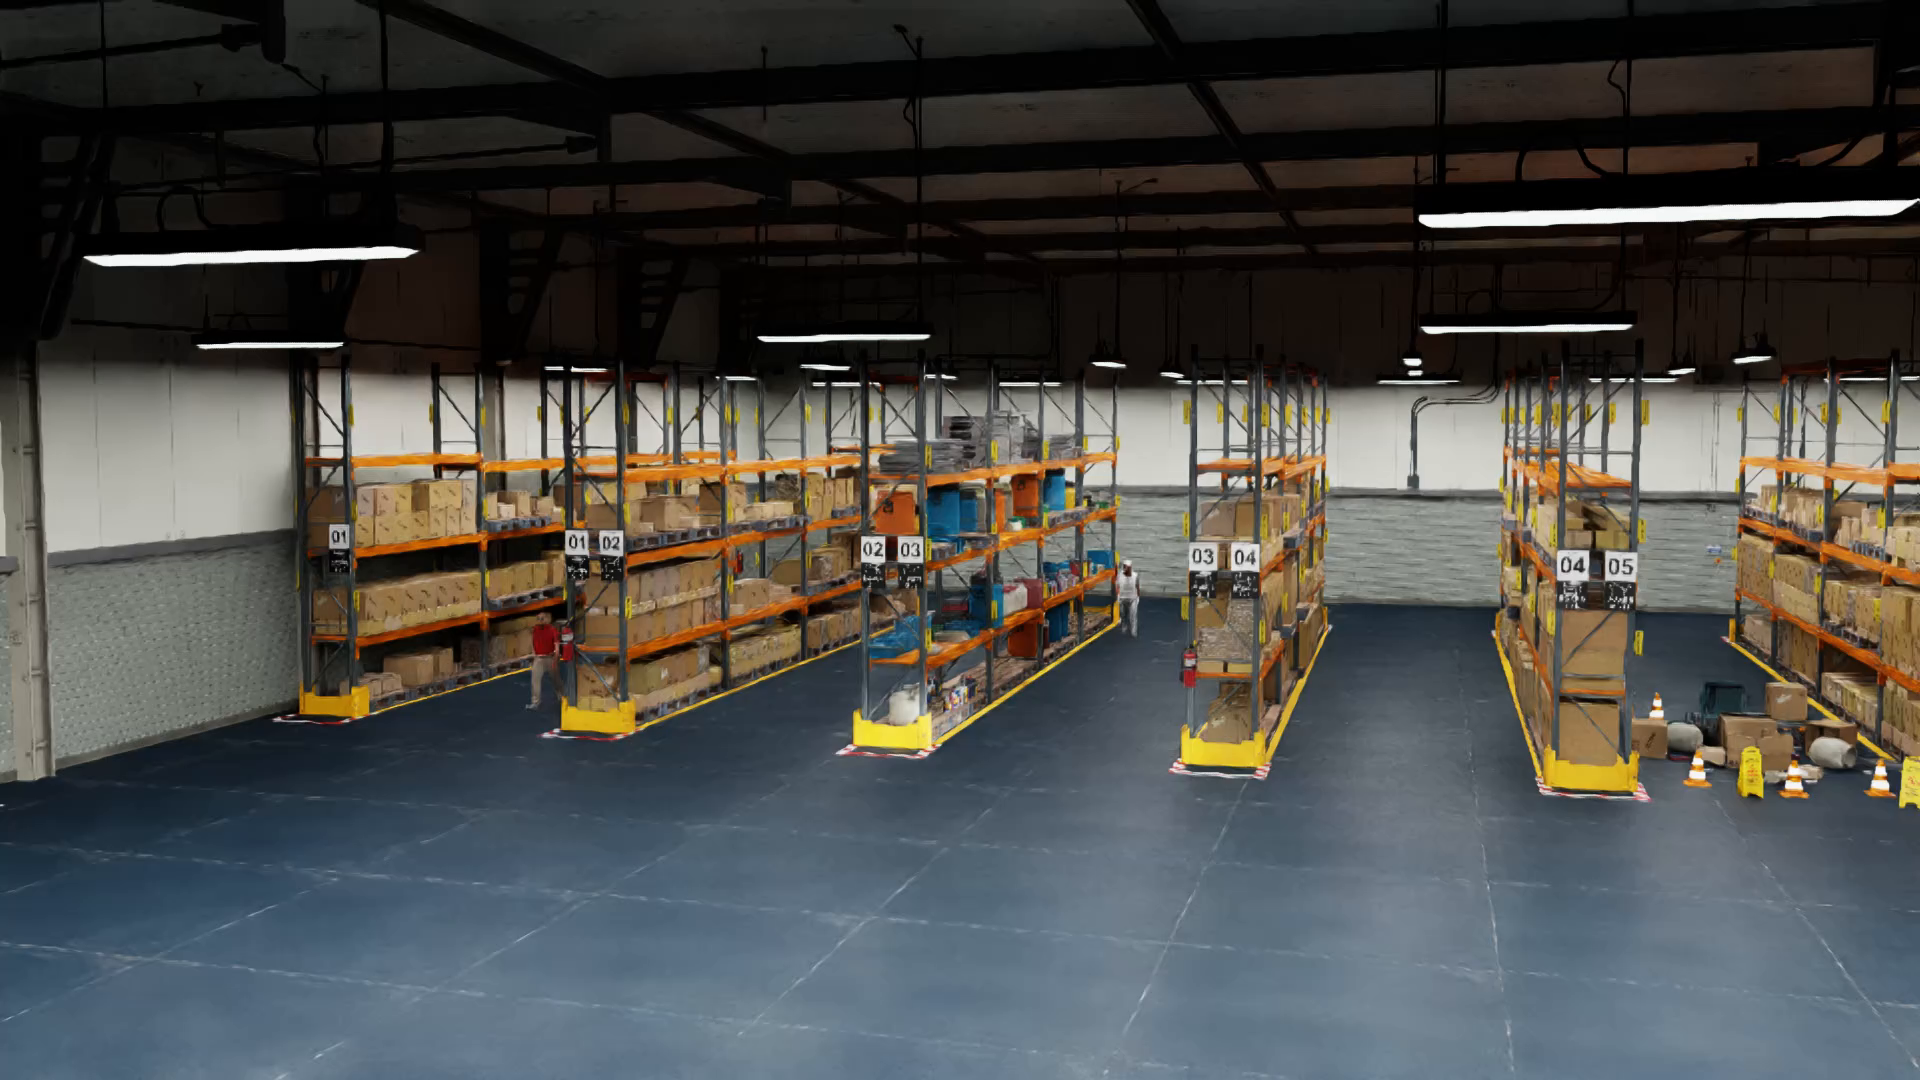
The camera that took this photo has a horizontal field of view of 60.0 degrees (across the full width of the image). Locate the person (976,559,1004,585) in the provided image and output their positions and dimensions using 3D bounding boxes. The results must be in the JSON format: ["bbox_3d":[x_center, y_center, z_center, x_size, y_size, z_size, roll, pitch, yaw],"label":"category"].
[{"bbox_3d":[0.645,1.287,38.085,0.729,1.733,0.546,1,4,15],"label":"person"}]

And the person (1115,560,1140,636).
[{"bbox_3d":[3.797,1.301,37.737,0.554,1.724,1.029,1,4,8],"label":"person"}]

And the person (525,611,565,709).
[{"bbox_3d":[-7.060,2.034,28.395,0.557,1.669,1.040,1,4,14],"label":"person"}]
